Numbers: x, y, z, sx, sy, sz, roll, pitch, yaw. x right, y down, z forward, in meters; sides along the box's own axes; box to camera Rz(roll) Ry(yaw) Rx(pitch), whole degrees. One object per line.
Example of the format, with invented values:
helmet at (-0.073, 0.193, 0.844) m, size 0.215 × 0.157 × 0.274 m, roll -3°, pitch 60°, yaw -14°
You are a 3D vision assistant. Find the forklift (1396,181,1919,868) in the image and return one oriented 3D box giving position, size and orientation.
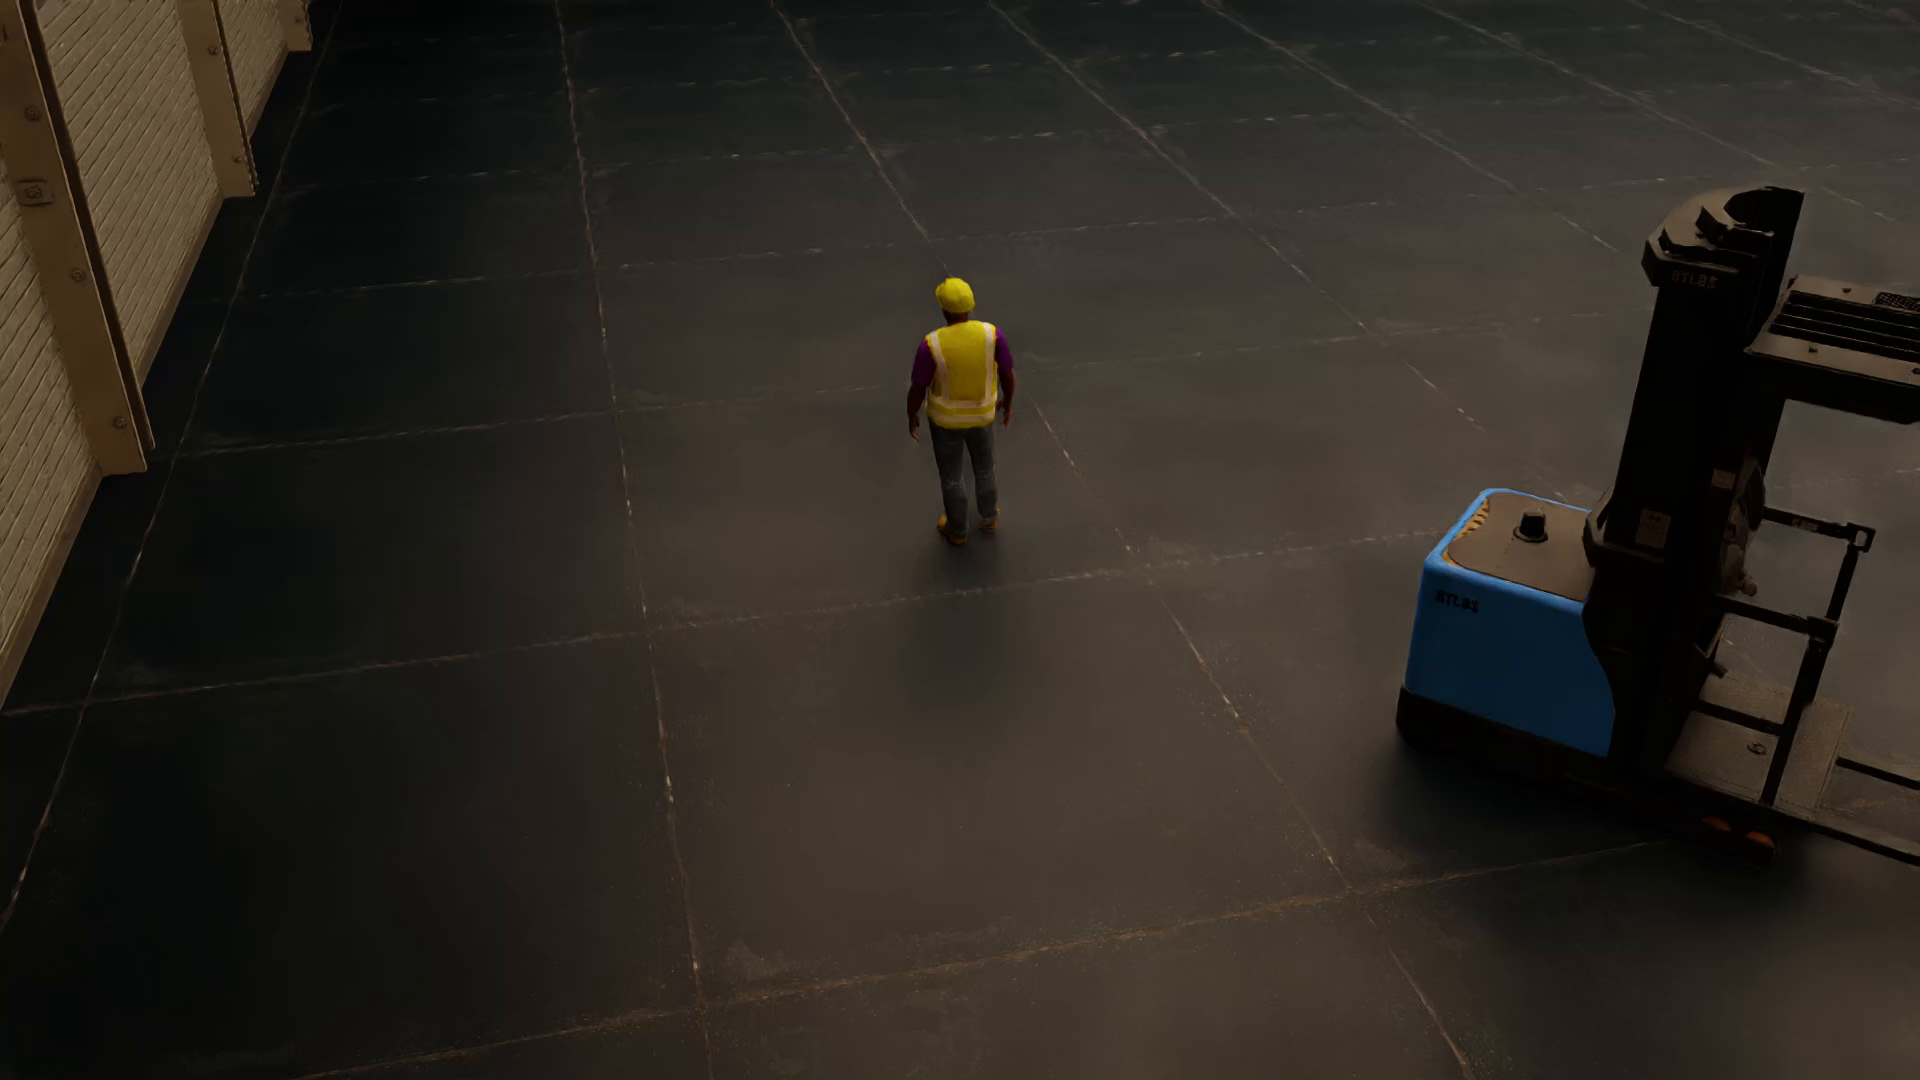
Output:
forklift at (3.791, -0.030, 7.627) m, size 3.031 × 2.935 × 1.130 m, roll 19°, pitch 35°, yaw 29°

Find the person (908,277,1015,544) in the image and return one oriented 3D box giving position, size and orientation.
person at (-0.011, -0.805, 10.114) m, size 0.665 × 1.766 × 0.576 m, roll -7°, pitch 31°, yaw -12°
